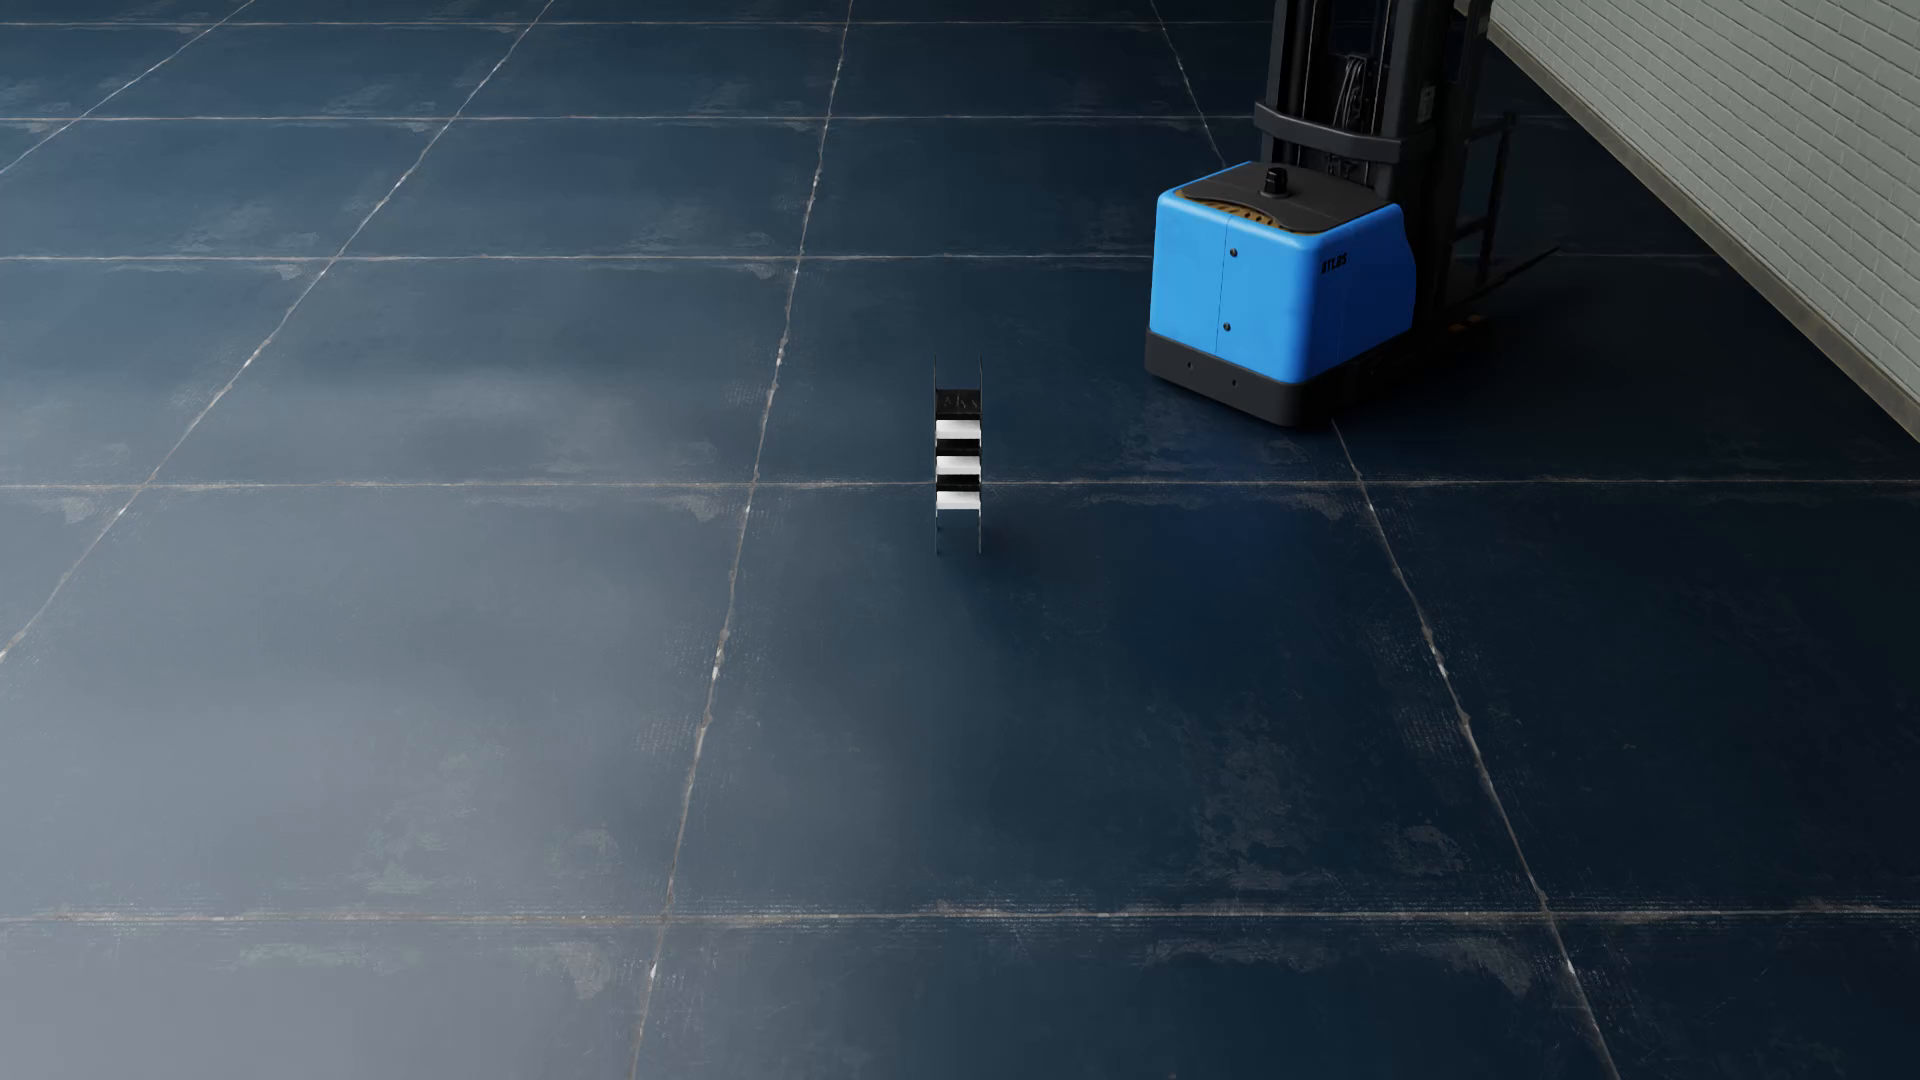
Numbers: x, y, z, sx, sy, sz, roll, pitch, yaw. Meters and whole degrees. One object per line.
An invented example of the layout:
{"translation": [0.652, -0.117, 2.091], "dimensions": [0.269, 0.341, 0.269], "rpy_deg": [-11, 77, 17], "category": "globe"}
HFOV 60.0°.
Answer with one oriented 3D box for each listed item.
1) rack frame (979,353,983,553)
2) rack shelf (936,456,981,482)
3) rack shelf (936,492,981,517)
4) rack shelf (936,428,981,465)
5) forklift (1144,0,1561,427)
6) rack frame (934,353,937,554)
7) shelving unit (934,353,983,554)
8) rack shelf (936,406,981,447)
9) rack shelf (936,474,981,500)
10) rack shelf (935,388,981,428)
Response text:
{"translation": [0.094, -0.385, 7.517], "dimensions": [0.006, 0.900, 0.240], "rpy_deg": [0, 31, 0], "category": "rack frame"}
{"translation": [-0.008, -0.356, 7.534], "dimensions": [0.200, 0.077, 0.258], "rpy_deg": [0, 31, 0], "category": "rack shelf"}
{"translation": [-0.008, -0.202, 7.627], "dimensions": [0.200, 0.077, 0.258], "rpy_deg": [0, 31, 0], "category": "rack shelf"}
{"translation": [-0.008, -0.433, 7.487], "dimensions": [0.200, 0.077, 0.258], "rpy_deg": [0, 31, 0], "category": "rack shelf"}
{"translation": [2.427, -2.492, 9.032], "dimensions": [3.031, 2.935, 1.130], "rpy_deg": [-26, 40, -36], "category": "forklift"}
{"translation": [-0.110, -0.384, 7.516], "dimensions": [0.006, 0.900, 0.240], "rpy_deg": [0, 31, 0], "category": "rack frame"}
{"translation": [-0.008, -0.385, 7.517], "dimensions": [0.210, 0.900, 0.258], "rpy_deg": [0, 31, 0], "category": "shelving unit"}
{"translation": [-0.008, -0.510, 7.440], "dimensions": [0.200, 0.077, 0.258], "rpy_deg": [0, 31, 0], "category": "rack shelf"}
{"translation": [-0.008, -0.279, 7.581], "dimensions": [0.200, 0.077, 0.258], "rpy_deg": [0, 31, 0], "category": "rack shelf"}
{"translation": [-0.008, -0.587, 7.394], "dimensions": [0.200, 0.077, 0.258], "rpy_deg": [0, 31, 0], "category": "rack shelf"}
